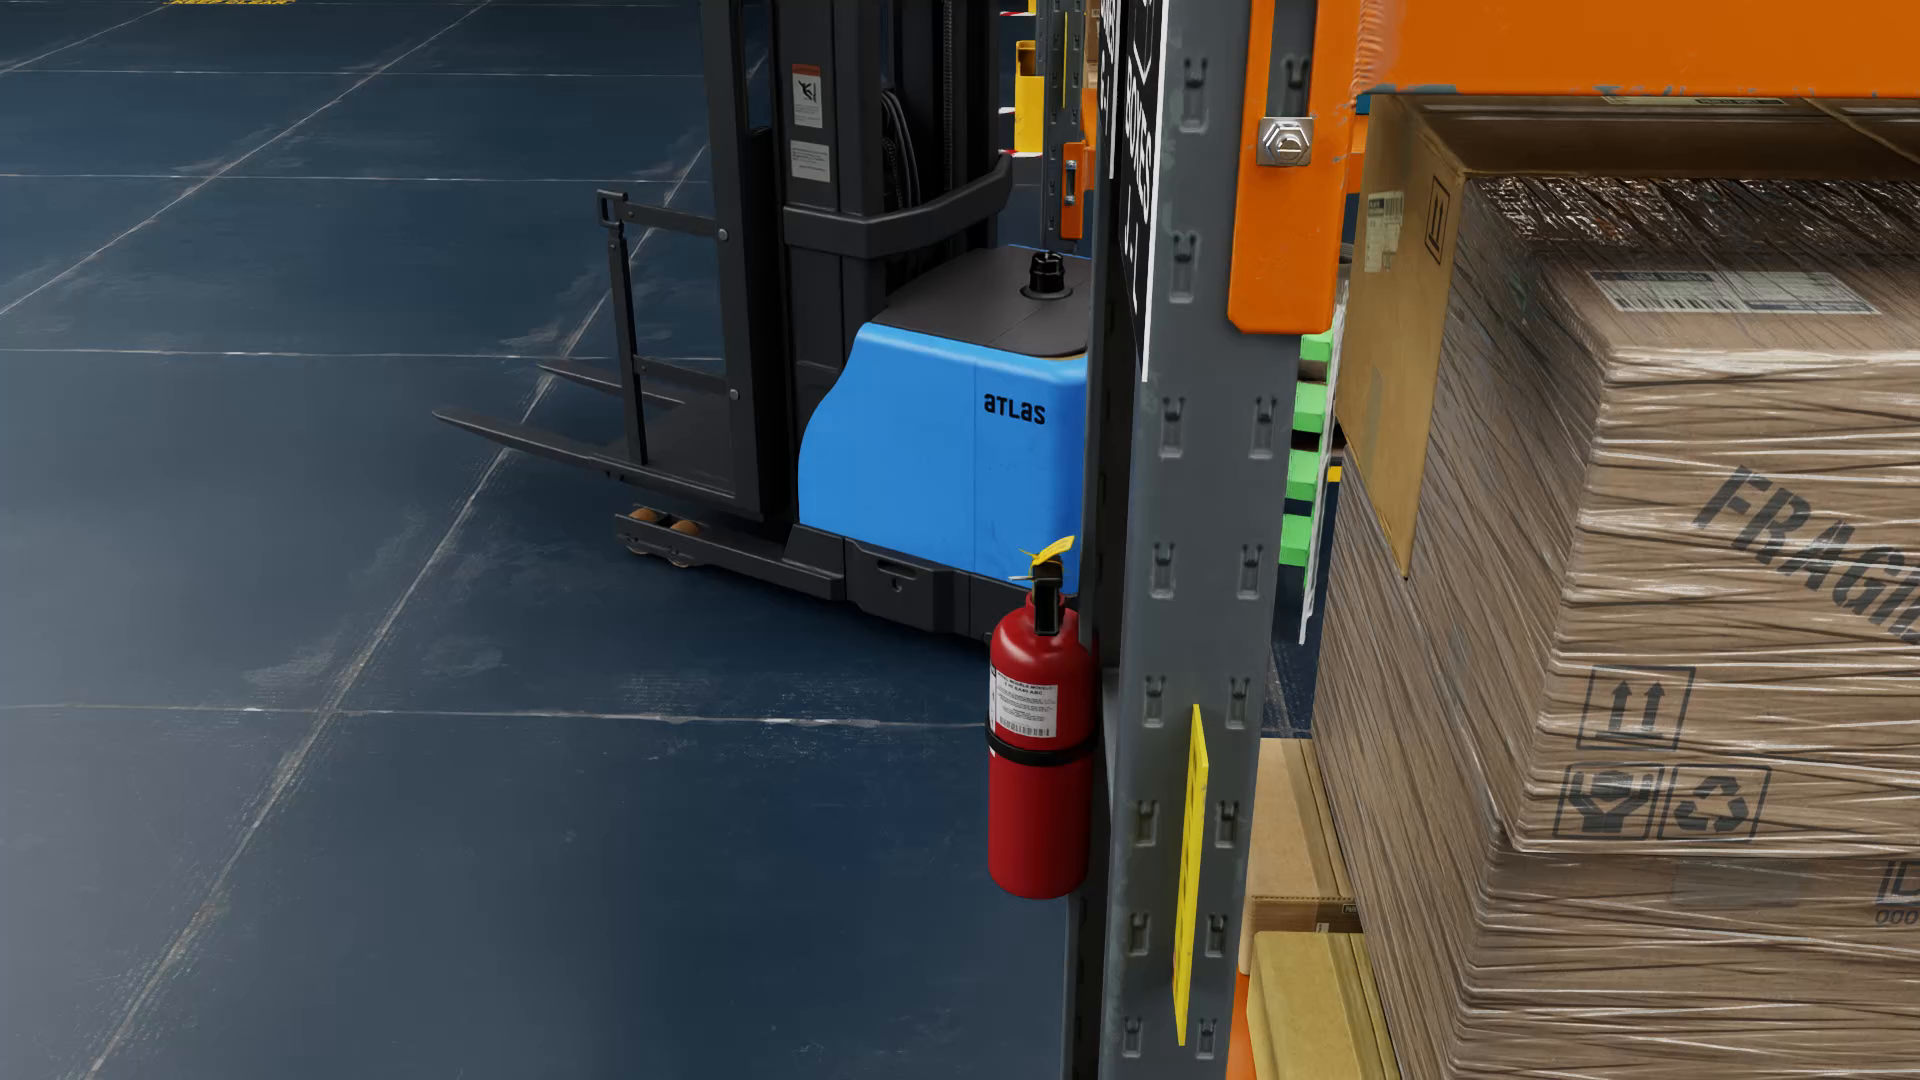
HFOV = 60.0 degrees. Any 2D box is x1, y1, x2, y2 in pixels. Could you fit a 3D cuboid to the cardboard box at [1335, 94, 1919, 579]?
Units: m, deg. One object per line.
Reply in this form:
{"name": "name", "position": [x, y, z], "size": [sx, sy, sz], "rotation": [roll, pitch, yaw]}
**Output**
{"name": "cardboard box", "position": [0.788, -0.284, 2.091], "size": [0.500, 0.500, 0.500], "rotation": [1, 28, 2]}

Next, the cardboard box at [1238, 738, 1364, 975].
{"name": "cardboard box", "position": [0.522, 0.459, 2.449], "size": [0.250, 0.149, 0.380], "rotation": [1, 28, 2]}

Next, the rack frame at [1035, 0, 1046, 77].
{"name": "rack frame", "position": [0.583, -4.197, 10.964], "size": [0.127, 3.000, 1.000], "rotation": [1, 28, 2]}

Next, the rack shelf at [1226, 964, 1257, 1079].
{"name": "rack shelf", "position": [2.229, 0.791, 2.323], "size": [4.000, 0.370, 1.077], "rotation": [1, 28, 2]}

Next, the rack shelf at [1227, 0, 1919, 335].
{"name": "rack shelf", "position": [2.229, -0.534, 1.621], "size": [4.000, 0.370, 1.077], "rotation": [1, 28, 2]}

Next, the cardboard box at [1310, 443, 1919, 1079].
{"name": "cardboard box", "position": [0.779, 0.287, 2.083], "size": [0.500, 0.500, 0.875], "rotation": [1, 28, 2]}

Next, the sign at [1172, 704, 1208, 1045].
{"name": "sign", "position": [0.211, 0.312, 1.535], "size": [0.005, 0.325, 0.100], "rotation": [1, 28, 2]}

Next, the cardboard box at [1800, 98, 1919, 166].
{"name": "cardboard box", "position": [1.288, -0.278, 2.080], "size": [0.500, 0.500, 0.500], "rotation": [1, 28, 2]}

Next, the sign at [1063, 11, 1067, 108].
{"name": "sign", "position": [0.381, -1.743, 6.040], "size": [0.005, 0.325, 0.100], "rotation": [1, 28, 2]}

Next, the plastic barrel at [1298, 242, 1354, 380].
{"name": "plastic barrel", "position": [1.566, -0.981, 7.106], "size": [0.421, 0.512, 0.421], "rotation": [0, 28, 0]}

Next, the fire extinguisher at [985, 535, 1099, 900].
{"name": "fire extinguisher", "position": [0.132, 0.257, 2.646], "size": [0.183, 0.674, 0.296], "rotation": [1, 28, 2]}

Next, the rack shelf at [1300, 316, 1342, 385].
{"name": "rack shelf", "position": [0.951, -0.635, 5.278], "size": [0.480, 0.148, 0.258], "rotation": [9, 29, 16]}

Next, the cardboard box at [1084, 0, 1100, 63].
{"name": "cardboard box", "position": [1.130, -3.629, 11.580], "size": [0.500, 0.500, 0.500], "rotation": [1, 28, 2]}

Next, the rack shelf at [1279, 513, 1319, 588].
{"name": "rack shelf", "position": [0.951, 0.002, 5.615], "size": [0.480, 0.148, 0.258], "rotation": [9, 29, 16]}

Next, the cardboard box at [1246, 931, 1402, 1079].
{"name": "cardboard box", "position": [0.506, 0.667, 2.056], "size": [0.250, 0.149, 0.380], "rotation": [1, 28, 2]}

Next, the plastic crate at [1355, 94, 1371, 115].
{"name": "plastic crate", "position": [1.564, -1.931, 6.849], "size": [0.408, 0.251, 0.499], "rotation": [1, 28, 2]}

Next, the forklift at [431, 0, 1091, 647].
{"name": "forklift", "position": [-0.680, -1.391, 5.745], "size": [3.031, 2.935, 1.130], "rotation": [15, 32, 27]}

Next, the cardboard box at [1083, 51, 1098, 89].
{"name": "cardboard box", "position": [1.130, -3.297, 11.754], "size": [0.500, 0.250, 0.500], "rotation": [1, 28, 2]}

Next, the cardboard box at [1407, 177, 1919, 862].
{"name": "cardboard box", "position": [0.770, -0.041, 1.632], "size": [0.500, 0.500, 0.500], "rotation": [1, 28, 2]}

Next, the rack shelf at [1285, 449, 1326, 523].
{"name": "rack shelf", "position": [0.951, -0.210, 5.502], "size": [0.480, 0.148, 0.258], "rotation": [9, 29, 16]}

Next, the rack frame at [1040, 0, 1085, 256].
{"name": "rack frame", "position": [0.405, -1.878, 6.590], "size": [0.127, 3.000, 1.000], "rotation": [1, 28, 2]}

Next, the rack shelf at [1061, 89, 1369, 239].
{"name": "rack shelf", "position": [2.403, -1.527, 6.697], "size": [4.000, 0.370, 1.077], "rotation": [1, 28, 2]}

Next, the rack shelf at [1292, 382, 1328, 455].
{"name": "rack shelf", "position": [0.951, -0.422, 5.390], "size": [0.480, 0.148, 0.258], "rotation": [9, 29, 16]}

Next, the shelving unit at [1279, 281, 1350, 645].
{"name": "shelving unit", "position": [0.951, -0.267, 5.472], "size": [0.503, 1.200, 0.258], "rotation": [9, 29, 16]}

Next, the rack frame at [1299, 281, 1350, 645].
{"name": "rack frame", "position": [1.183, -0.231, 5.405], "size": [0.015, 1.200, 0.240], "rotation": [9, 29, 16]}

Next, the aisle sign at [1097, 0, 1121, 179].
{"name": "aisle sign", "position": [0.179, -0.850, 1.875], "size": [0.004, 0.787, 0.394], "rotation": [1, 28, 2]}

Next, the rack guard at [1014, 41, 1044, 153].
{"name": "rack guard", "position": [0.559, -3.093, 11.550], "size": [0.348, 0.500, 1.175], "rotation": [1, 28, 2]}

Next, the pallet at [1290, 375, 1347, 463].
{"name": "pallet", "position": [1.294, -0.651, 7.253], "size": [1.213, 0.211, 1.003], "rotation": [1, 28, 2]}

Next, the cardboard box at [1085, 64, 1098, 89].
{"name": "cardboard box", "position": [1.111, -3.054, 11.296], "size": [0.500, 0.250, 0.500], "rotation": [1, 28, 2]}

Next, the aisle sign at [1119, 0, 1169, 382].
{"name": "aisle sign", "position": [0.157, -0.569, 1.345], "size": [0.004, 0.787, 0.394], "rotation": [1, 28, 2]}

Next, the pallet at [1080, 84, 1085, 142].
{"name": "pallet", "position": [1.349, -2.972, 11.630], "size": [1.213, 0.211, 1.003], "rotation": [1, 28, 2]}

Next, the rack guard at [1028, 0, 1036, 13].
{"name": "rack guard", "position": [0.830, -5.410, 15.921], "size": [0.348, 0.500, 1.175], "rotation": [1, 28, 2]}
